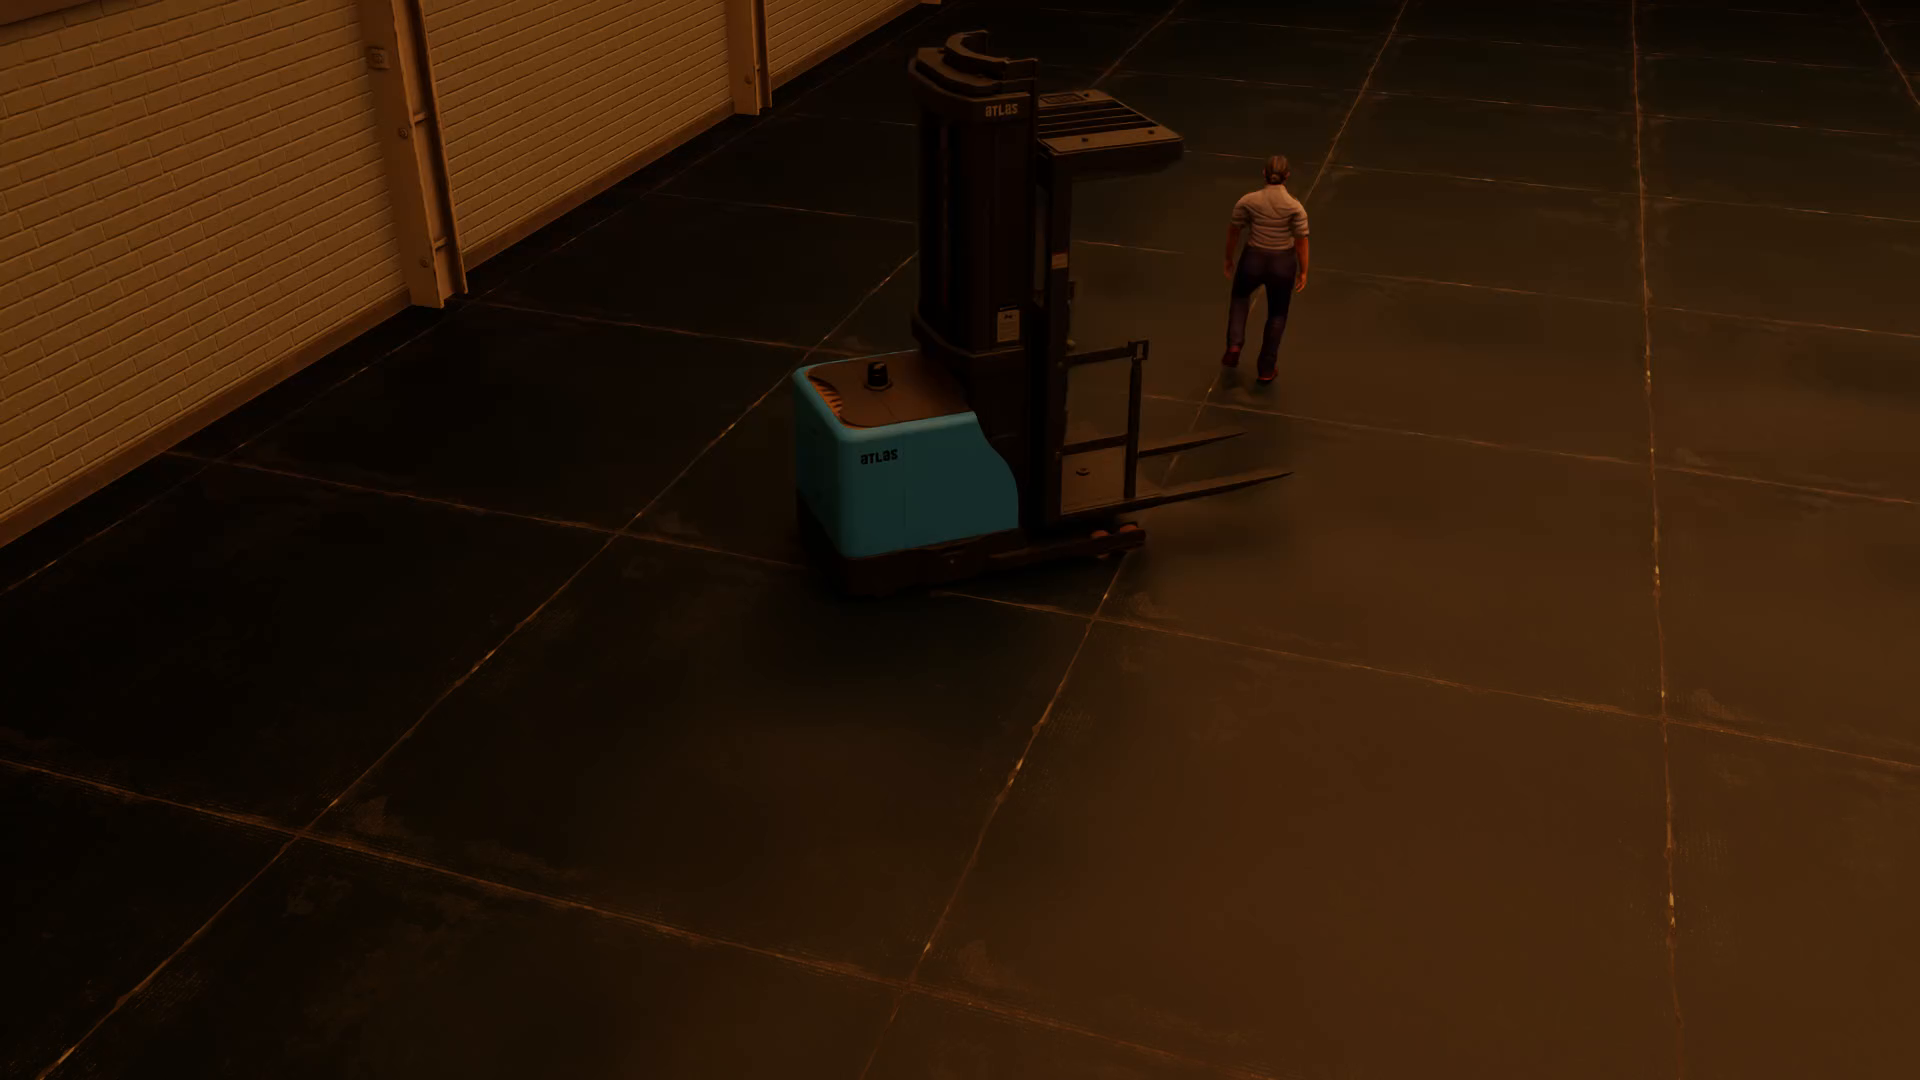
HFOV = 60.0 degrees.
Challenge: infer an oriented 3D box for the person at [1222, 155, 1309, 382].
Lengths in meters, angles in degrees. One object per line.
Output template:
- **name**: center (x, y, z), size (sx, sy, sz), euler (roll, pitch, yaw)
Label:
- **person**: center (2.193, -1.960, 11.900), size (0.596, 1.637, 0.465), euler (9, 31, 15)

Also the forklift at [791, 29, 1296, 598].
- **forklift**: center (0.572, -1.394, 9.581), size (3.031, 2.935, 1.130), euler (-11, 31, -18)
